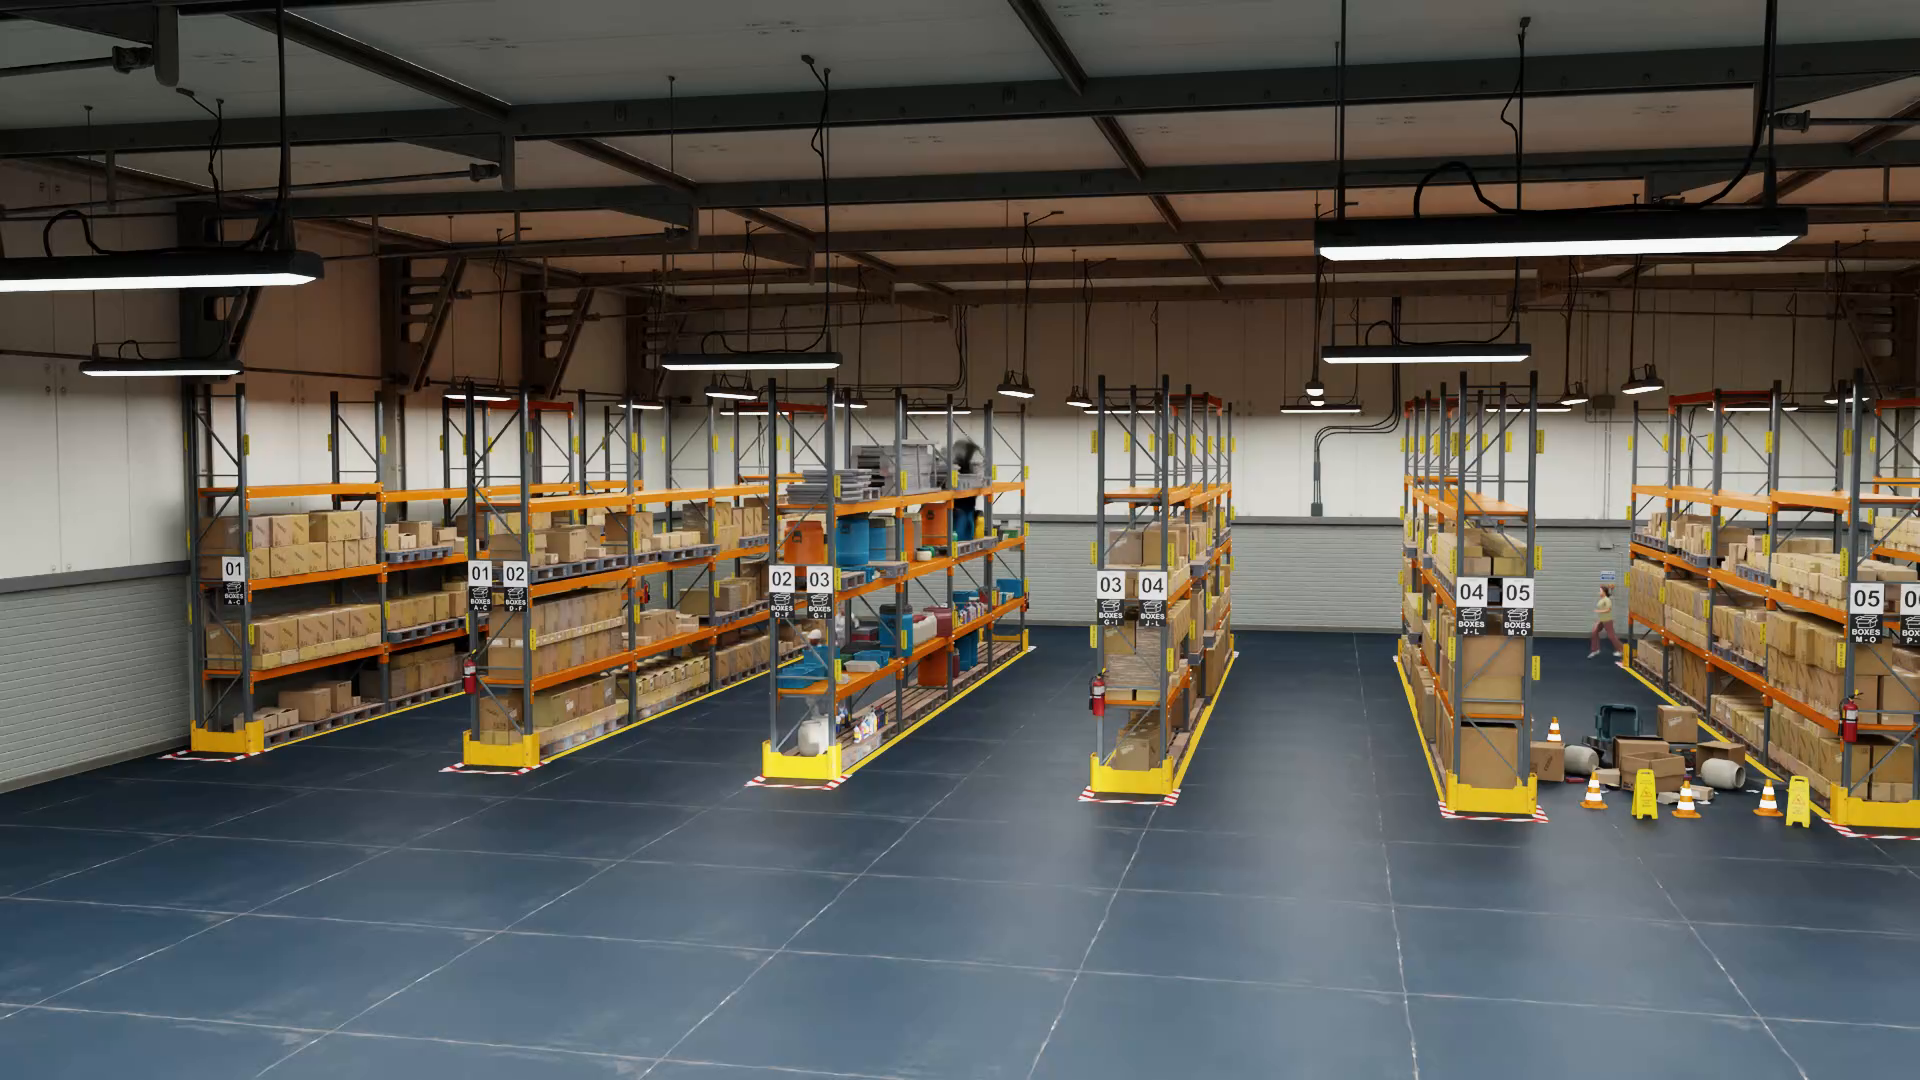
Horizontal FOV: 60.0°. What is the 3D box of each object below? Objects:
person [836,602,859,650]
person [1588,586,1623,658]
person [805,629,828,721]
[{"bbox_3d":[-2.507,2.122,36.218,0.606,1.592,0.888,0,3,-2],"label":"person"},{"bbox_3d":[15.183,1.930,39.003,0.838,1.701,0.573,0,3,2],"label":"person"},{"bbox_3d":[-2.489,2.431,29.894,0.716,1.699,0.854,-1,3,-15],"label":"person"}]
